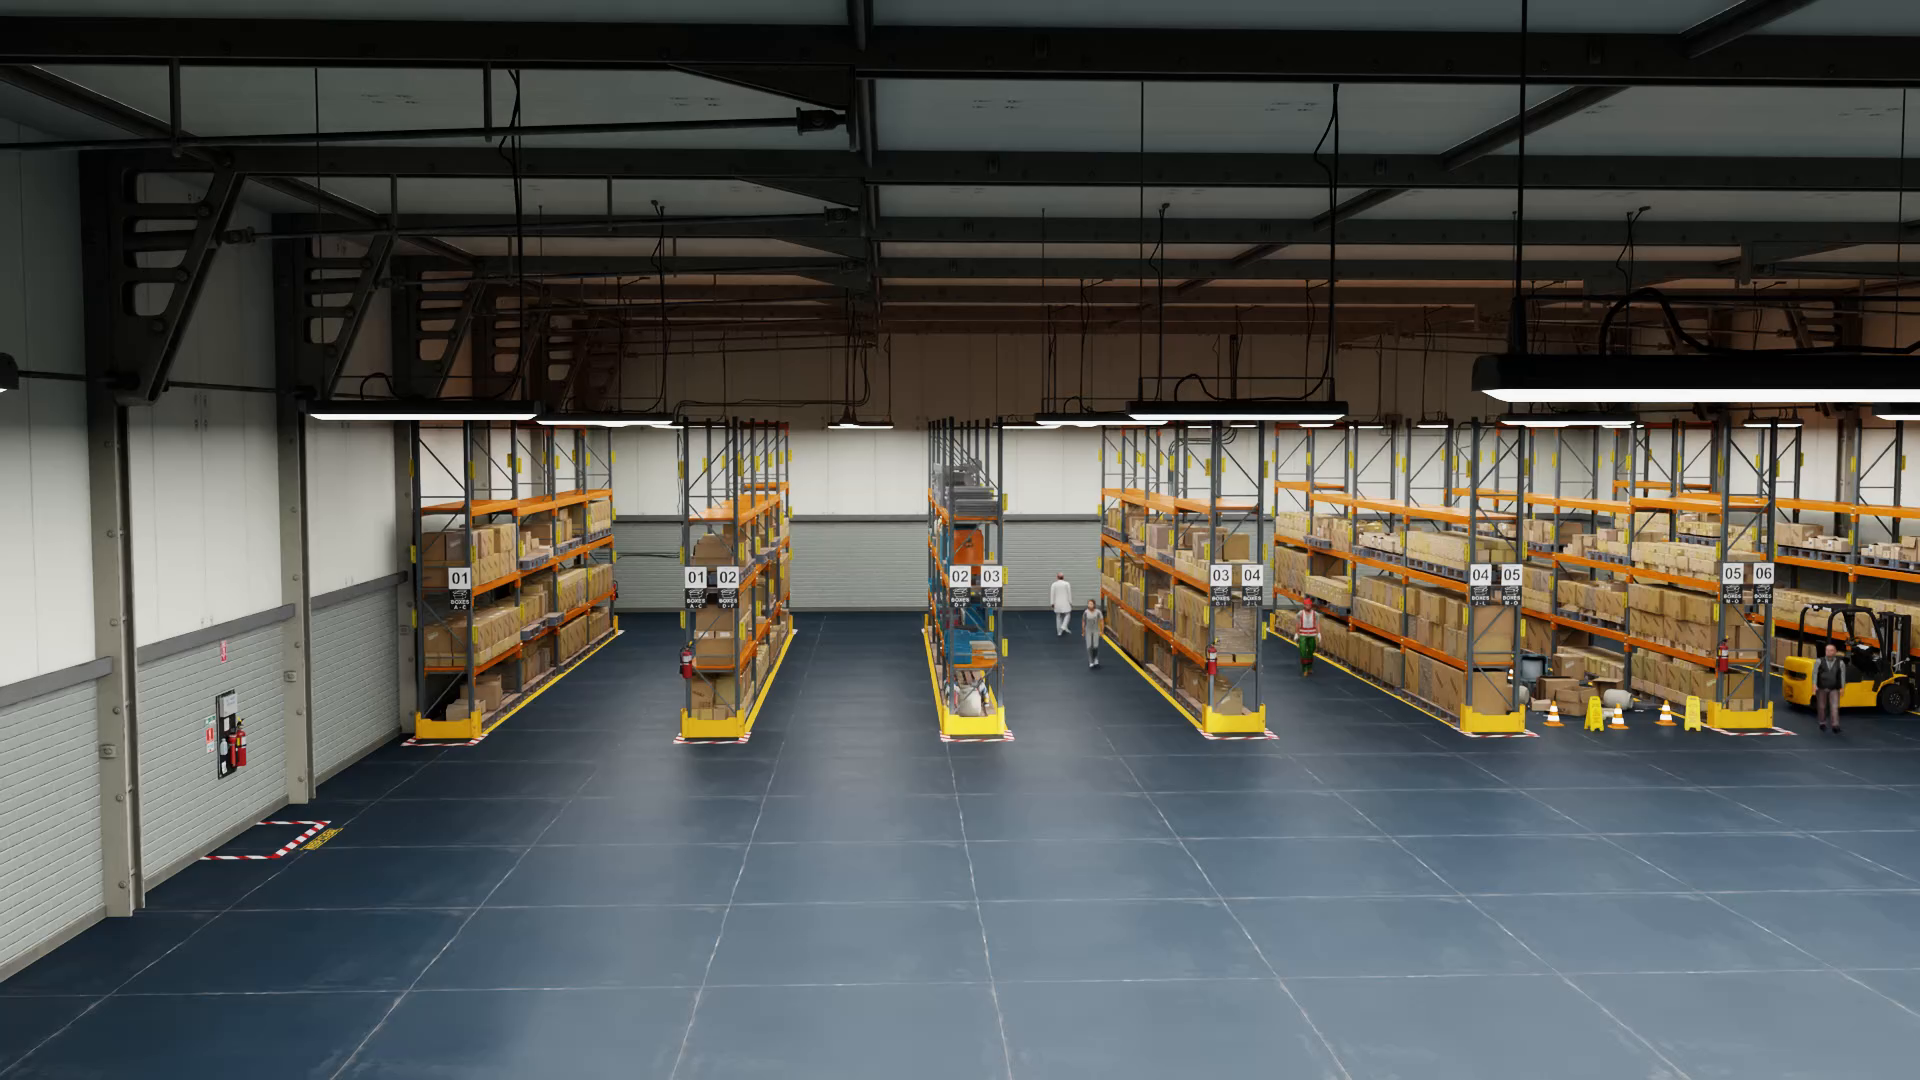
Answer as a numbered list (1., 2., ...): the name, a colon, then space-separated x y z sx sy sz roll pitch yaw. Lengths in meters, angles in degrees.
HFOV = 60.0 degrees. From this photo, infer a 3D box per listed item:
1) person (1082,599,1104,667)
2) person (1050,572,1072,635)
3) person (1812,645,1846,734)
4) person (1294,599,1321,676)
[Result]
1. person: 3.261 2.256 40.608 0.535 1.655 0.502 1 4 13
2. person: 2.839 1.795 46.603 0.616 1.774 0.701 0 4 7
3. person: 16.397 2.819 31.420 0.564 1.663 1.043 2 4 31
4. person: 8.188 2.289 39.145 0.623 1.825 0.596 1 4 10
